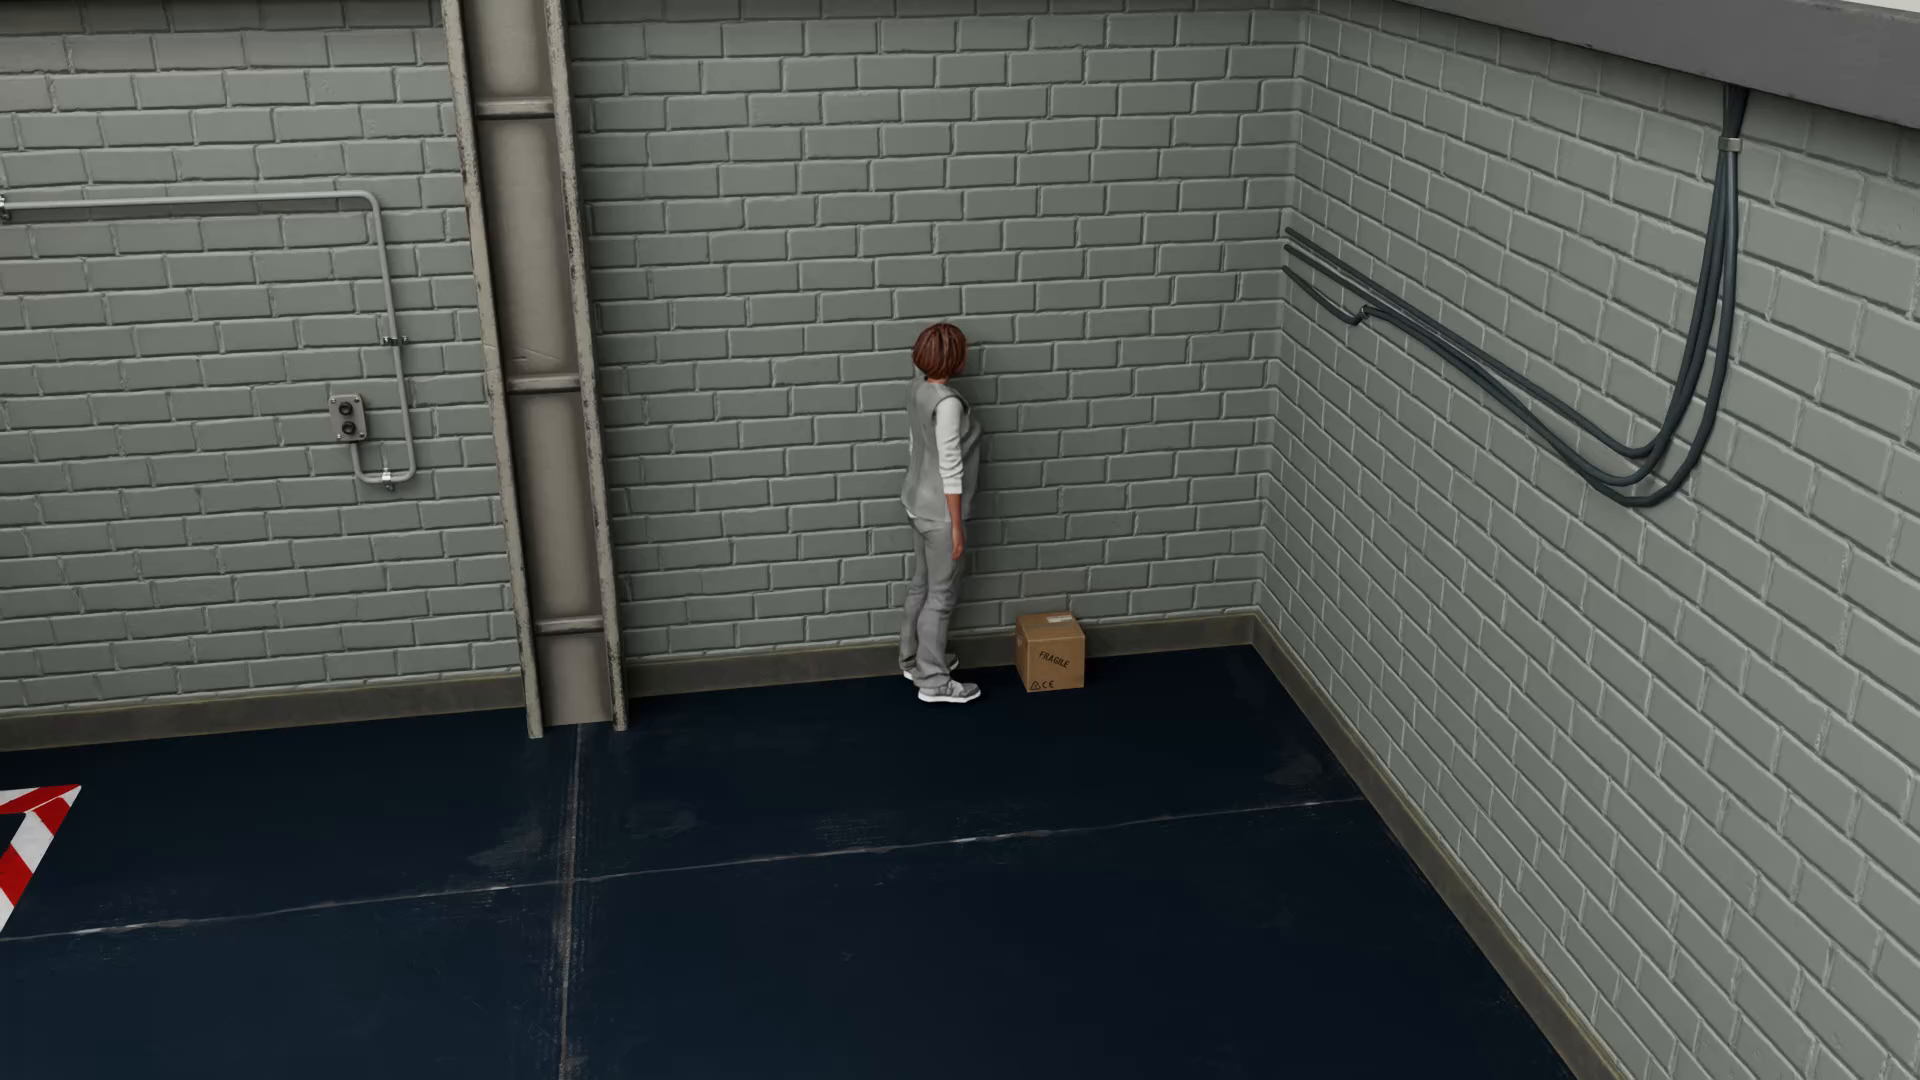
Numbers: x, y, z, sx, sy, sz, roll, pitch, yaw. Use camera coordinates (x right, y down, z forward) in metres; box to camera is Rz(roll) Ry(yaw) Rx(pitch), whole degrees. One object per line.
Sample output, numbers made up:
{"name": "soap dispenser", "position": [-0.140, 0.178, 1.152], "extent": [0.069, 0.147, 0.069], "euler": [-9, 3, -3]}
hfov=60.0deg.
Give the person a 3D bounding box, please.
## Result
{"name": "person", "position": [-0.076, -0.114, 6.820], "extent": [0.317, 1.599, 0.457], "euler": [-7, 25, -16]}
